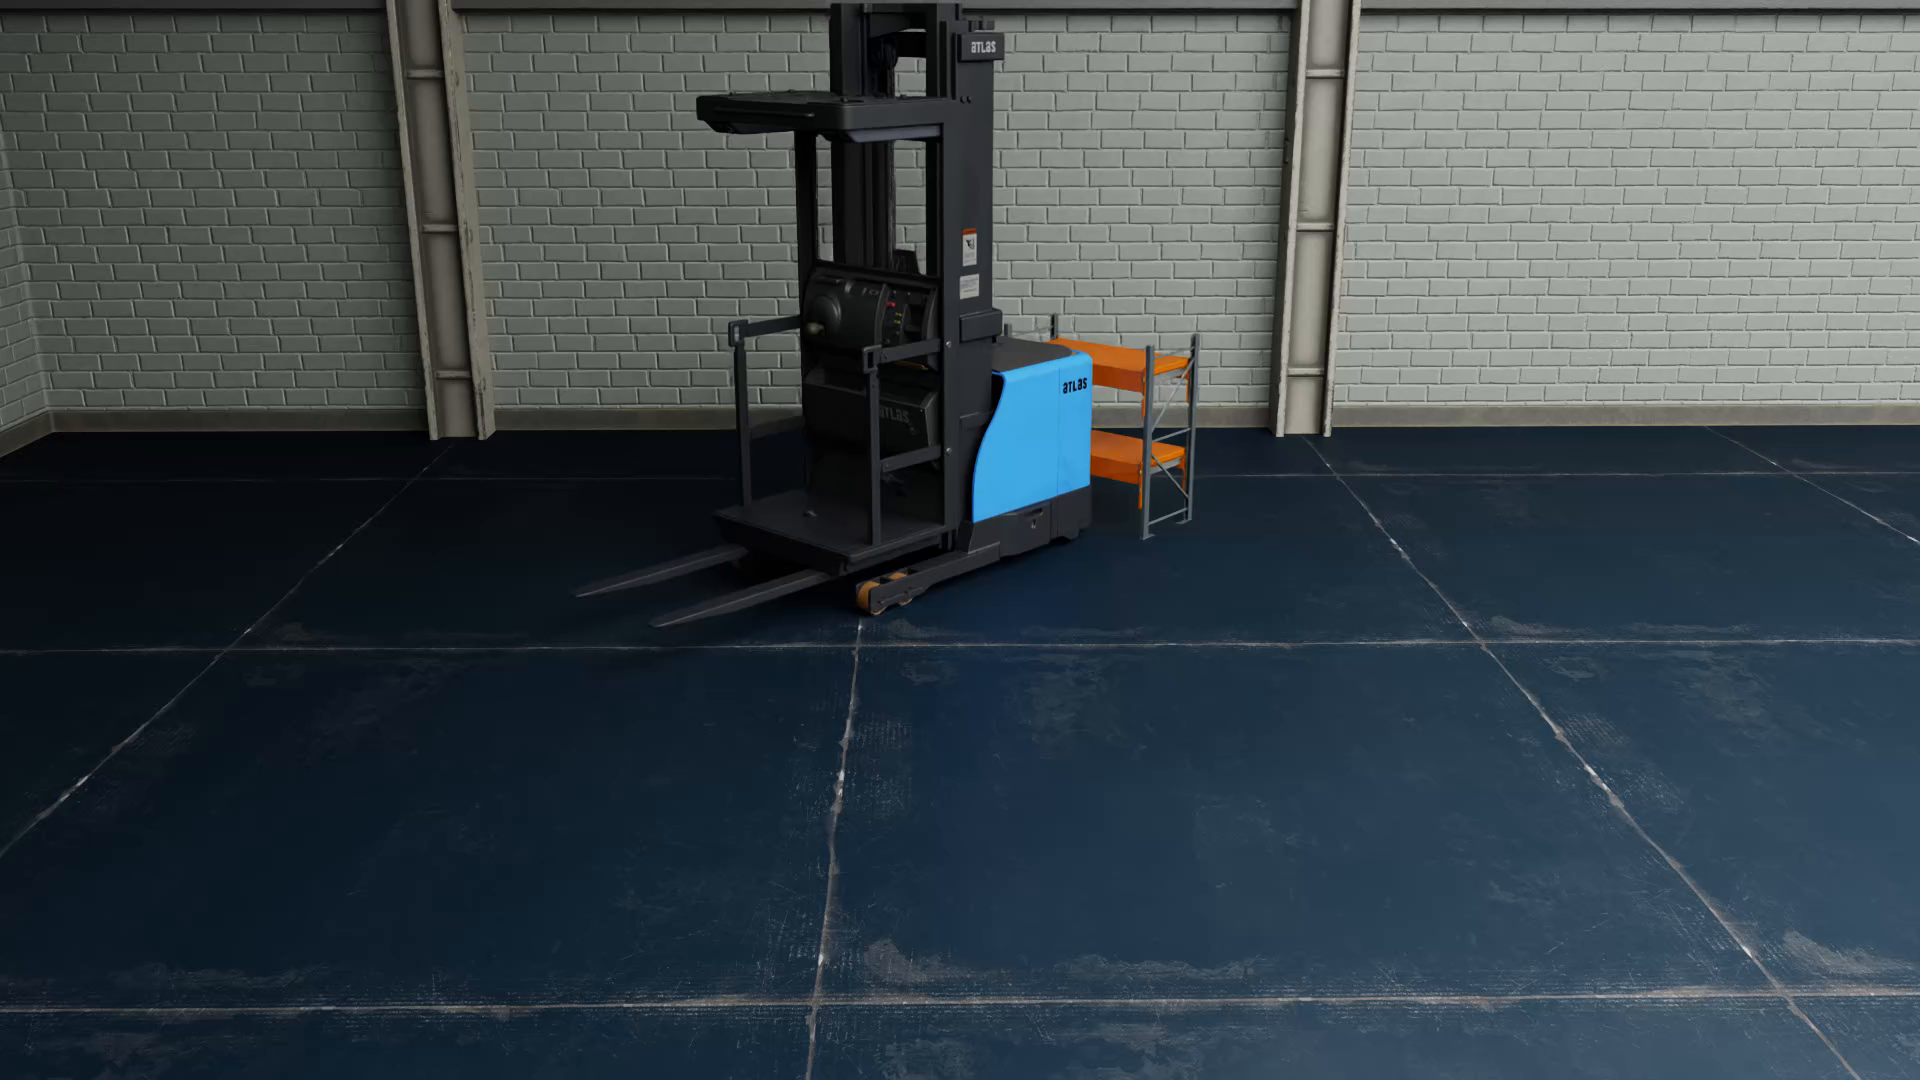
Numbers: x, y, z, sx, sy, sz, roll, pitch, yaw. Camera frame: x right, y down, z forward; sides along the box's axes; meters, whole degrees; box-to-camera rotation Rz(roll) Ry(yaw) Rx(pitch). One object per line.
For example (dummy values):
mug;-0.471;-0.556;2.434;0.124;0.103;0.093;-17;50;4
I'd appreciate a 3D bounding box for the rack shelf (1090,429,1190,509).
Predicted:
rack shelf;0.819;-0.465;9.956;1.000;0.278;0.538;15;23;38

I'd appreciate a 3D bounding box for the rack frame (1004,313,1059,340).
rack frame;0.432;-0.799;10.195;0.032;1.125;0.500;15;23;38

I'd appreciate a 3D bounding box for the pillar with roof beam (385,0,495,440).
pillar with roof beam;-3.488;-3.726;6.429;0.400;9.000;9.100;0;18;-1

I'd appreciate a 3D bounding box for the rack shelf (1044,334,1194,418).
rack shelf;0.820;-0.977;9.792;1.000;0.278;0.538;15;23;38

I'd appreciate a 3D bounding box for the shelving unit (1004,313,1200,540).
shelving unit;0.820;-0.698;9.881;1.048;1.125;0.538;15;23;38

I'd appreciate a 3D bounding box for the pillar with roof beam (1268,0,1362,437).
pillar with roof beam;2.511;-3.755;6.520;0.400;9.000;9.100;0;18;-1

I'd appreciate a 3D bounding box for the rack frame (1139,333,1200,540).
rack frame;1.207;-0.597;9.568;0.032;1.125;0.500;15;23;38

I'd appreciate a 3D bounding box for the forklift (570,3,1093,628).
forklift;-0.610;-1.195;8.473;1.130;2.935;3.031;16;24;40
